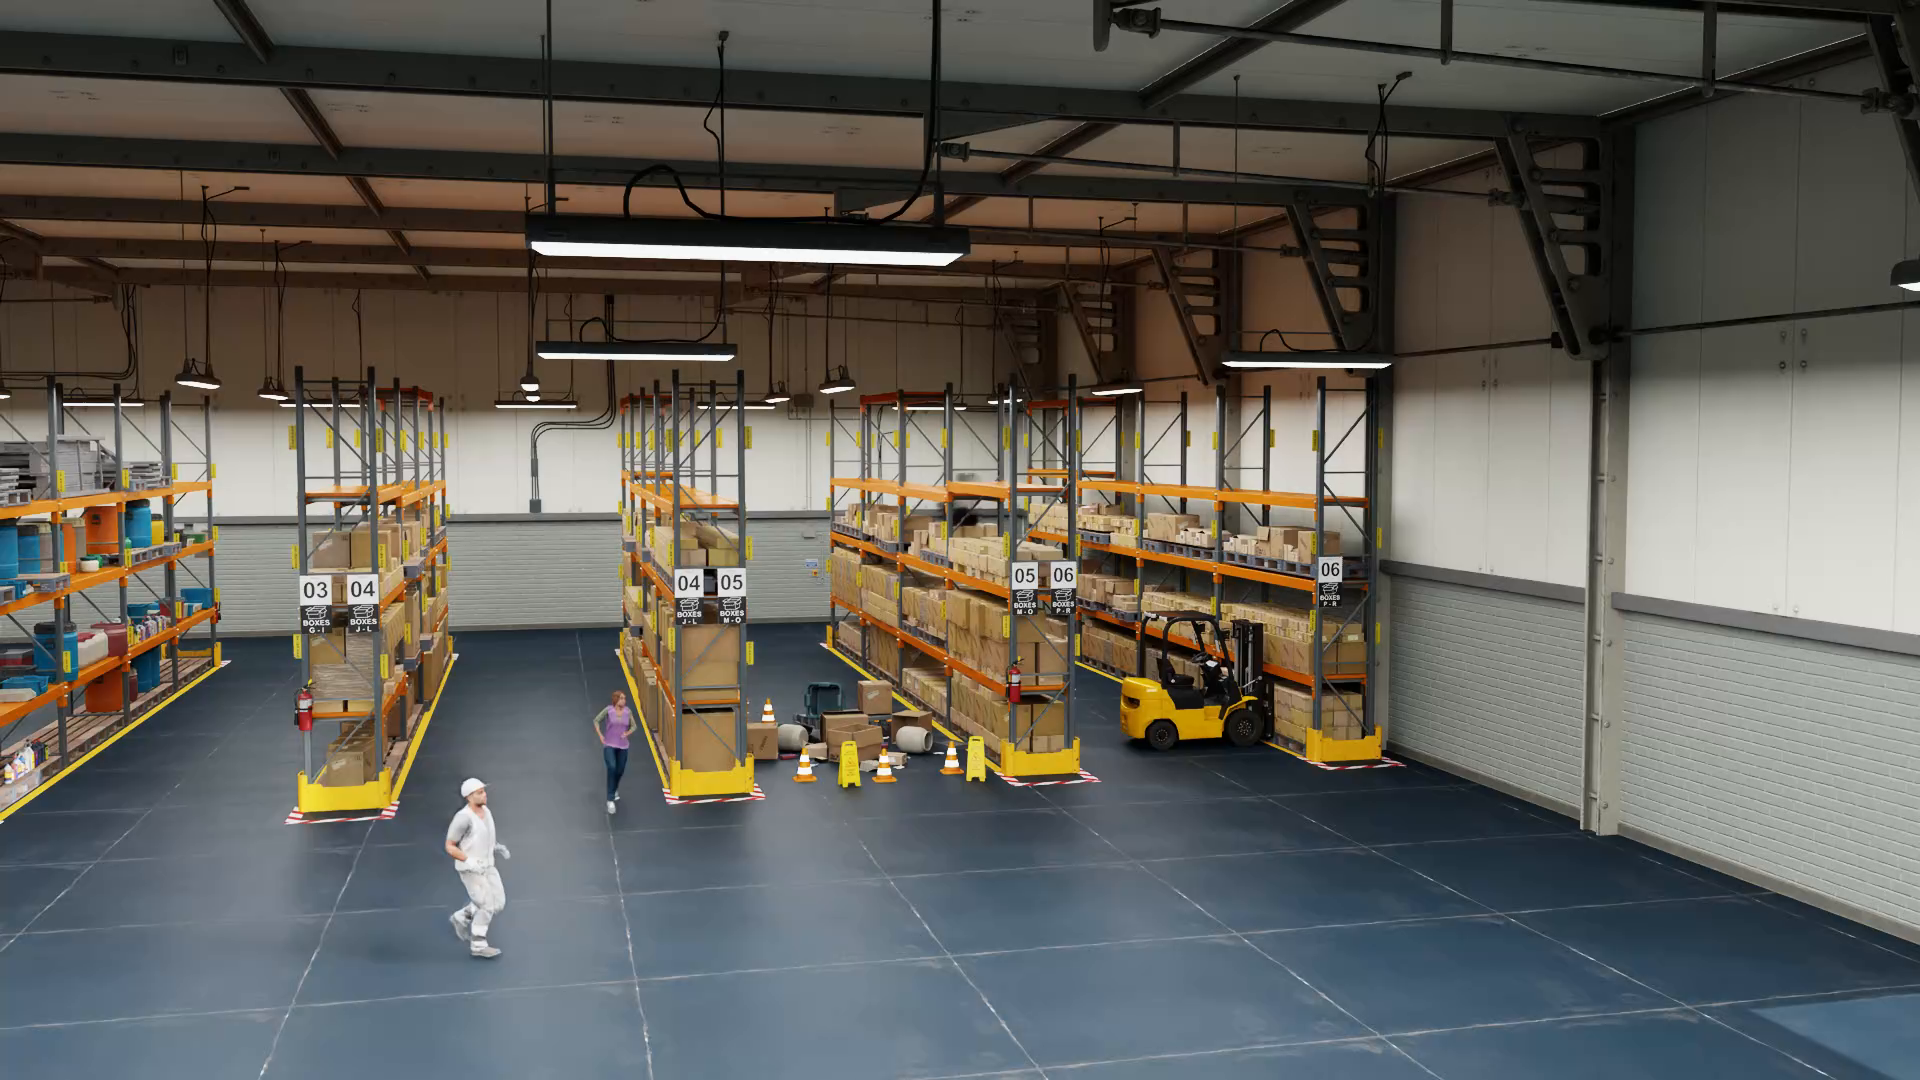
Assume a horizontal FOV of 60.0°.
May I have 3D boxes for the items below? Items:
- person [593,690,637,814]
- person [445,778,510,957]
[{"bbox_3d":[-4.676,2.848,22.698,0.538,1.612,0.830,-2,4,-30],"label":"person"},{"bbox_3d":[-4.719,3.168,16.097,0.612,1.742,0.643,1,4,16],"label":"person"}]
